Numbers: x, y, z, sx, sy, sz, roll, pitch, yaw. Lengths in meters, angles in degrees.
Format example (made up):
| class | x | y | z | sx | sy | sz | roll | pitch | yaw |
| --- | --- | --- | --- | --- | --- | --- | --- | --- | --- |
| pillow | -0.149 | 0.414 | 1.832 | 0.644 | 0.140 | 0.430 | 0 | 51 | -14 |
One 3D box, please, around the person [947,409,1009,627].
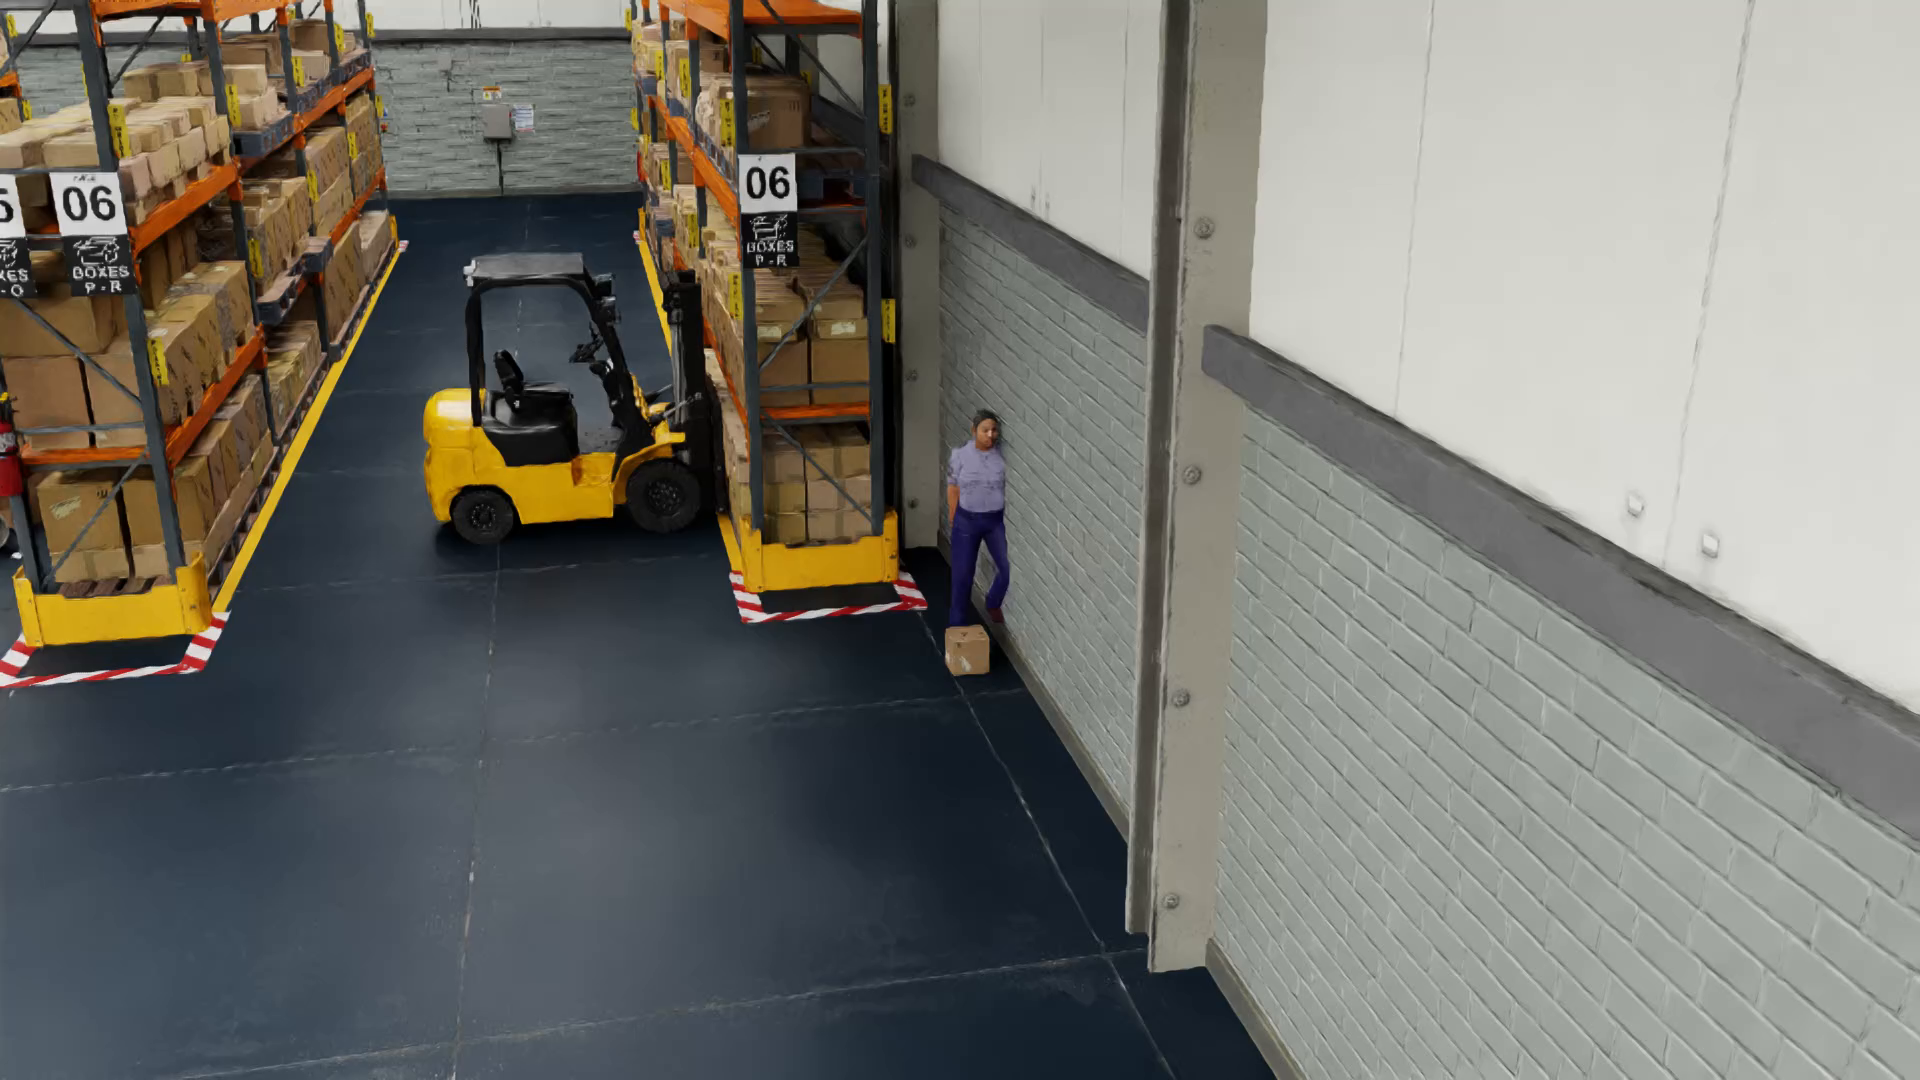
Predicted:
| class | x | y | z | sx | sy | sz | roll | pitch | yaw |
| --- | --- | --- | --- | --- | --- | --- | --- | --- | --- |
| person | 0.165 | -0.077 | 11.302 | 0.495 | 1.652 | 0.452 | -4 | 20 | -11 |
